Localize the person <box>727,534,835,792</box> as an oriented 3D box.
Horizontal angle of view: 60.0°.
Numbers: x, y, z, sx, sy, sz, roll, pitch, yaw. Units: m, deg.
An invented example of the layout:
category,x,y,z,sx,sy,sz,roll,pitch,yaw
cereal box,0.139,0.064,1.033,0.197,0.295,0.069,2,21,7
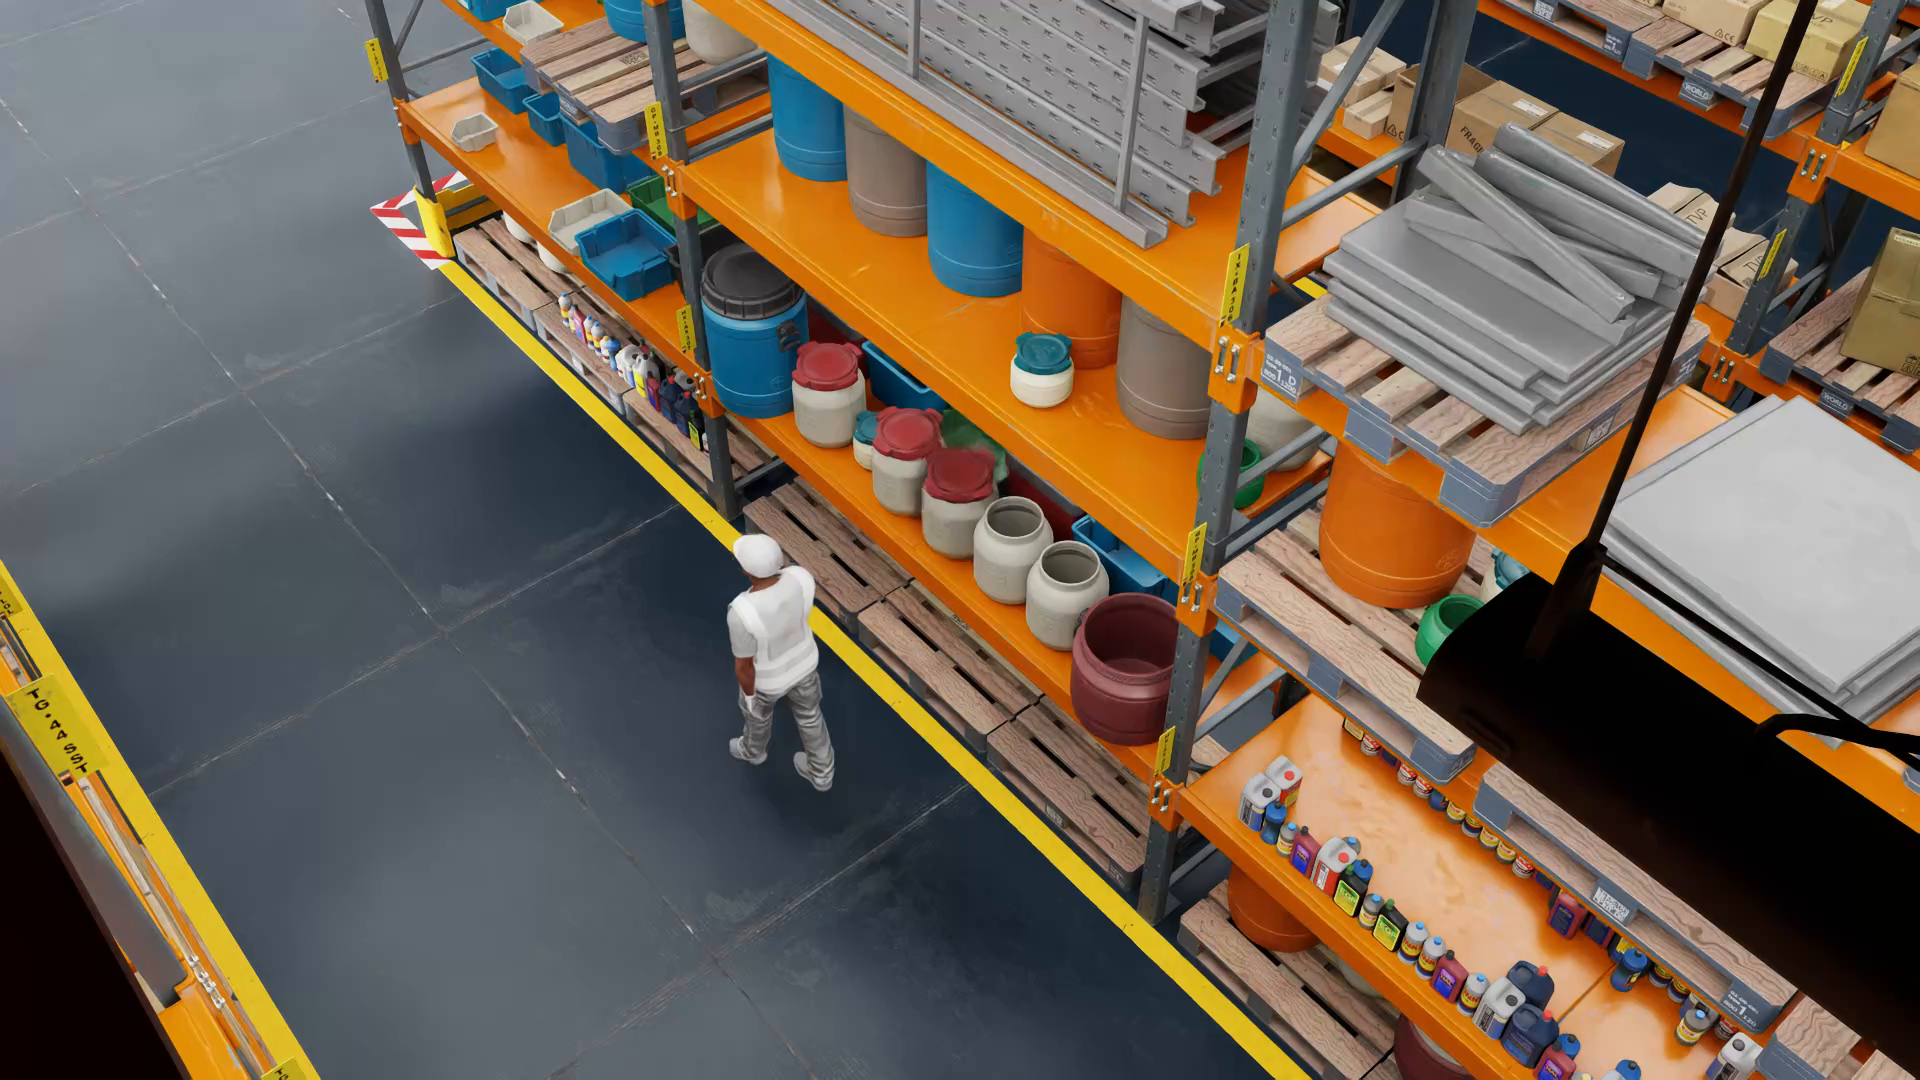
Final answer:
category,x,y,z,sx,sy,sz,roll,pitch,yaw
person,-0.981,0.651,8.770,0.578,1.847,0.684,-32,54,-27
